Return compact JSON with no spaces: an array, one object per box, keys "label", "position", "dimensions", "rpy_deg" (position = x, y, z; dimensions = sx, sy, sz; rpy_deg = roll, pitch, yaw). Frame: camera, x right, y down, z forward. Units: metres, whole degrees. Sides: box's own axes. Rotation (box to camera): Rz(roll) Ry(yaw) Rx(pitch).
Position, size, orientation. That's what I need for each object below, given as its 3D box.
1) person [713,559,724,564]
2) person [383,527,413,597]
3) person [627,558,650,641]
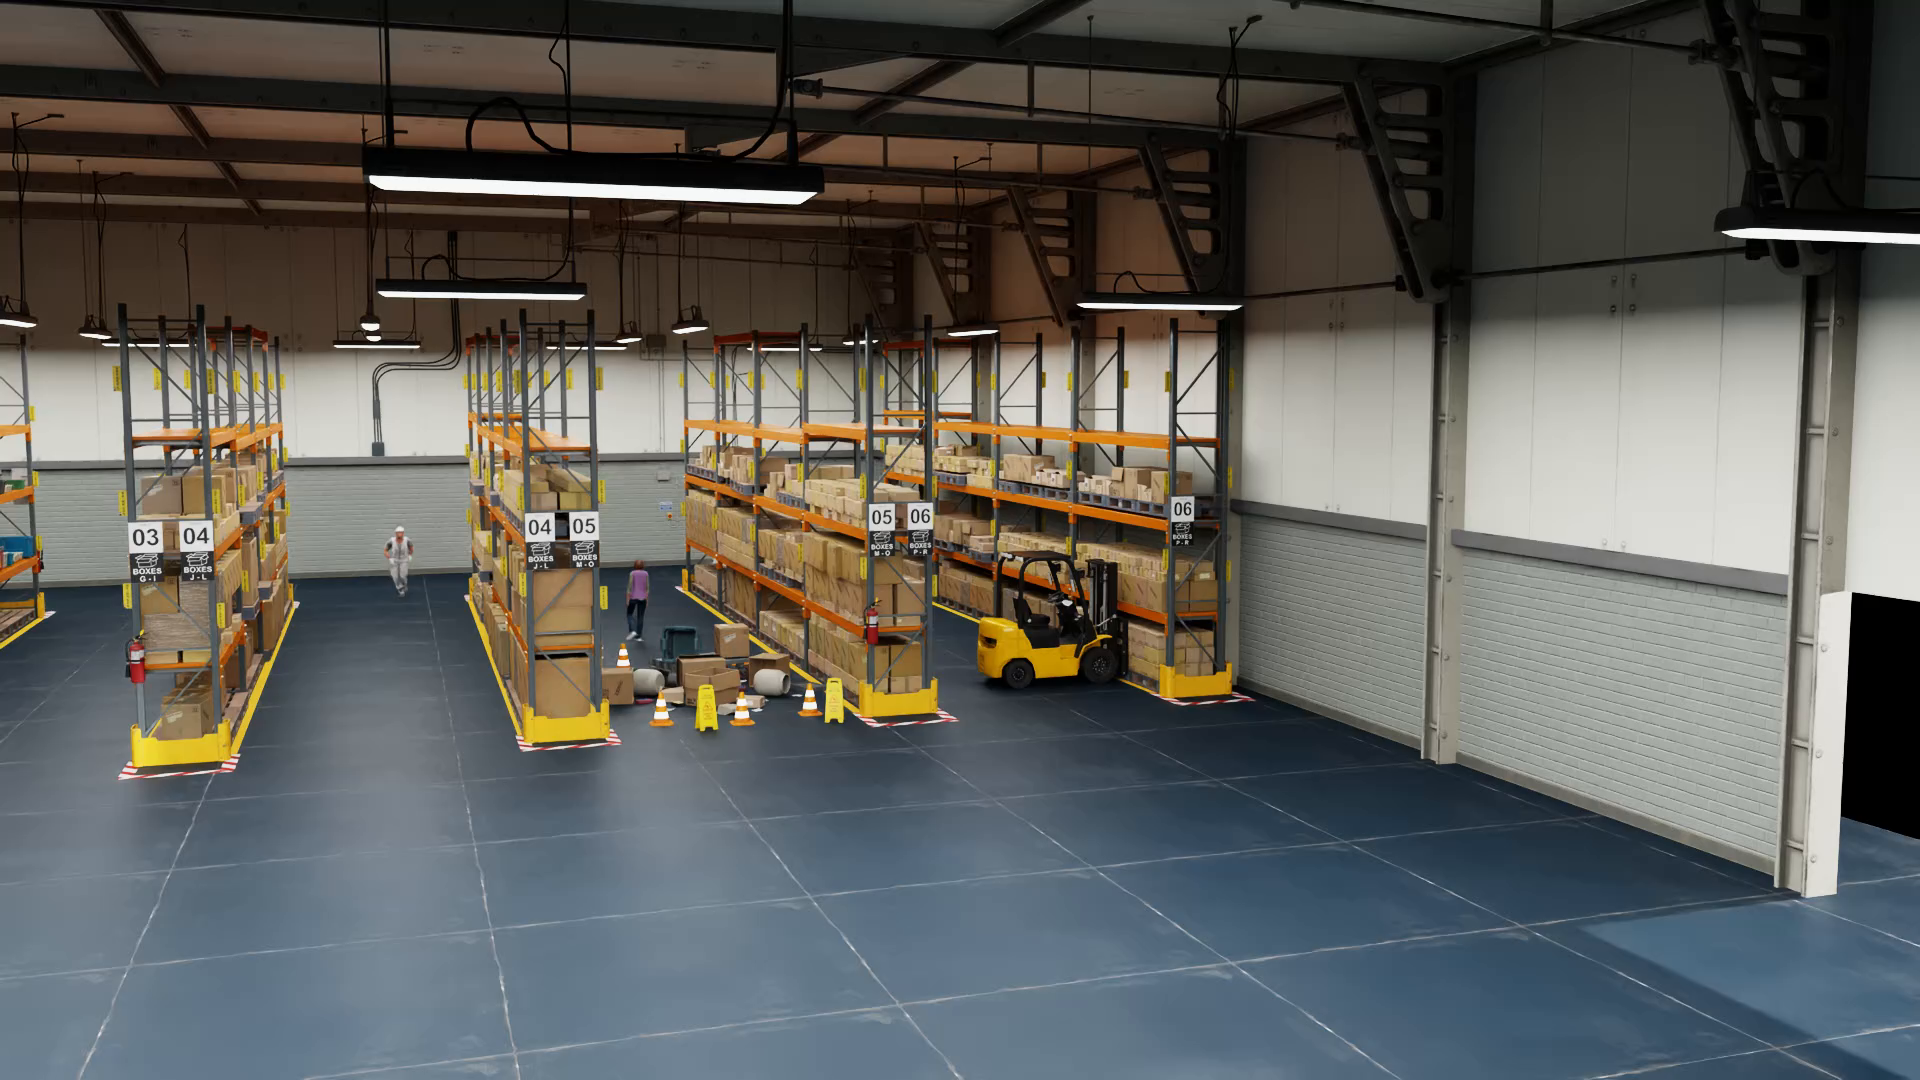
[{"label":"person","position":[-6.132,0.141,42.008],"dimensions":[1.000,1.744,0.634],"rpy_deg":[-5,7,-42]},{"label":"person","position":[-13.033,0.510,38.610],"dimensions":[0.627,1.680,0.645],"rpy_deg":[-1,6,-10]},{"label":"person","position":[-6.218,1.175,32.093],"dimensions":[0.466,1.560,0.384],"rpy_deg":[-2,6,-18]}]
